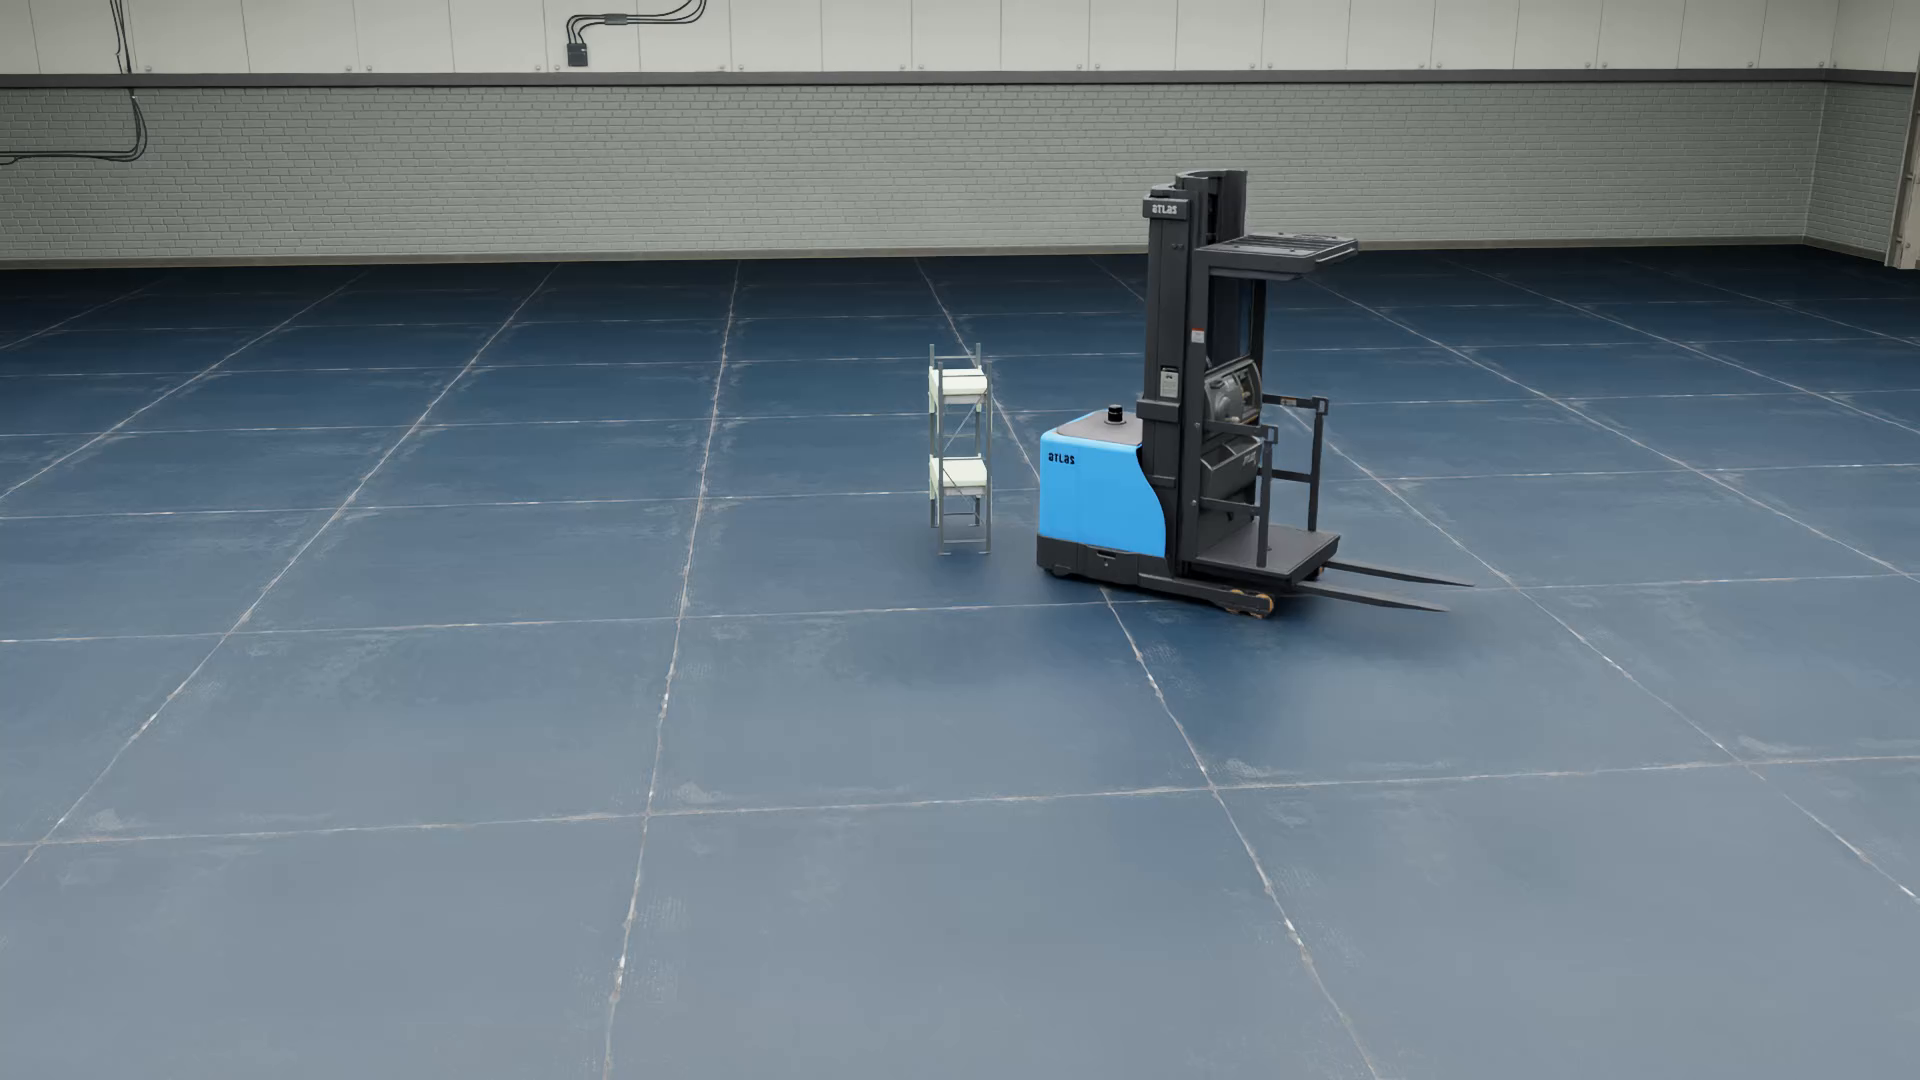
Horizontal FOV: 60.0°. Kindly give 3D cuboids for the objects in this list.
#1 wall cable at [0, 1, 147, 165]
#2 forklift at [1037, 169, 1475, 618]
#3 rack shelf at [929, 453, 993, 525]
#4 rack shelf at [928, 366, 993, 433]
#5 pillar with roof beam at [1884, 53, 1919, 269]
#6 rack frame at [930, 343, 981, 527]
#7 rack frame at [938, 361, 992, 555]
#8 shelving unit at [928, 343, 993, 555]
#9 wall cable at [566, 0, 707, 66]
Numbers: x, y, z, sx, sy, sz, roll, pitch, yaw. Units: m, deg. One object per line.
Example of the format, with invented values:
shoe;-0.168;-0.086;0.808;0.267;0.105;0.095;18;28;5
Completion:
wall cable;-14.717;-7.285;26.541;3.097;2.526;0.112;-2;18;-6
forklift;2.095;-1.039;11.594;3.031;2.935;1.130;10;20;30
rack shelf;-0.001;-0.407;13.056;0.431;0.370;0.720;-2;18;-6
rack shelf;-0.001;-1.090;12.842;0.431;0.370;0.720;-2;18;-6
pillar with roof beam;11.322;-8.688;25.826;9.100;9.000;0.400;-2;18;-6
rack frame;-0.038;-0.827;13.306;0.400;1.500;0.023;-2;18;-6
rack frame;0.037;-0.609;12.611;0.400;1.500;0.023;-2;18;-6
shelving unit;-0.001;-0.718;12.959;0.431;1.500;0.755;-2;18;-6
wall cable;-5.273;-10.677;26.485;2.305;6.003;0.169;-2;18;-6
